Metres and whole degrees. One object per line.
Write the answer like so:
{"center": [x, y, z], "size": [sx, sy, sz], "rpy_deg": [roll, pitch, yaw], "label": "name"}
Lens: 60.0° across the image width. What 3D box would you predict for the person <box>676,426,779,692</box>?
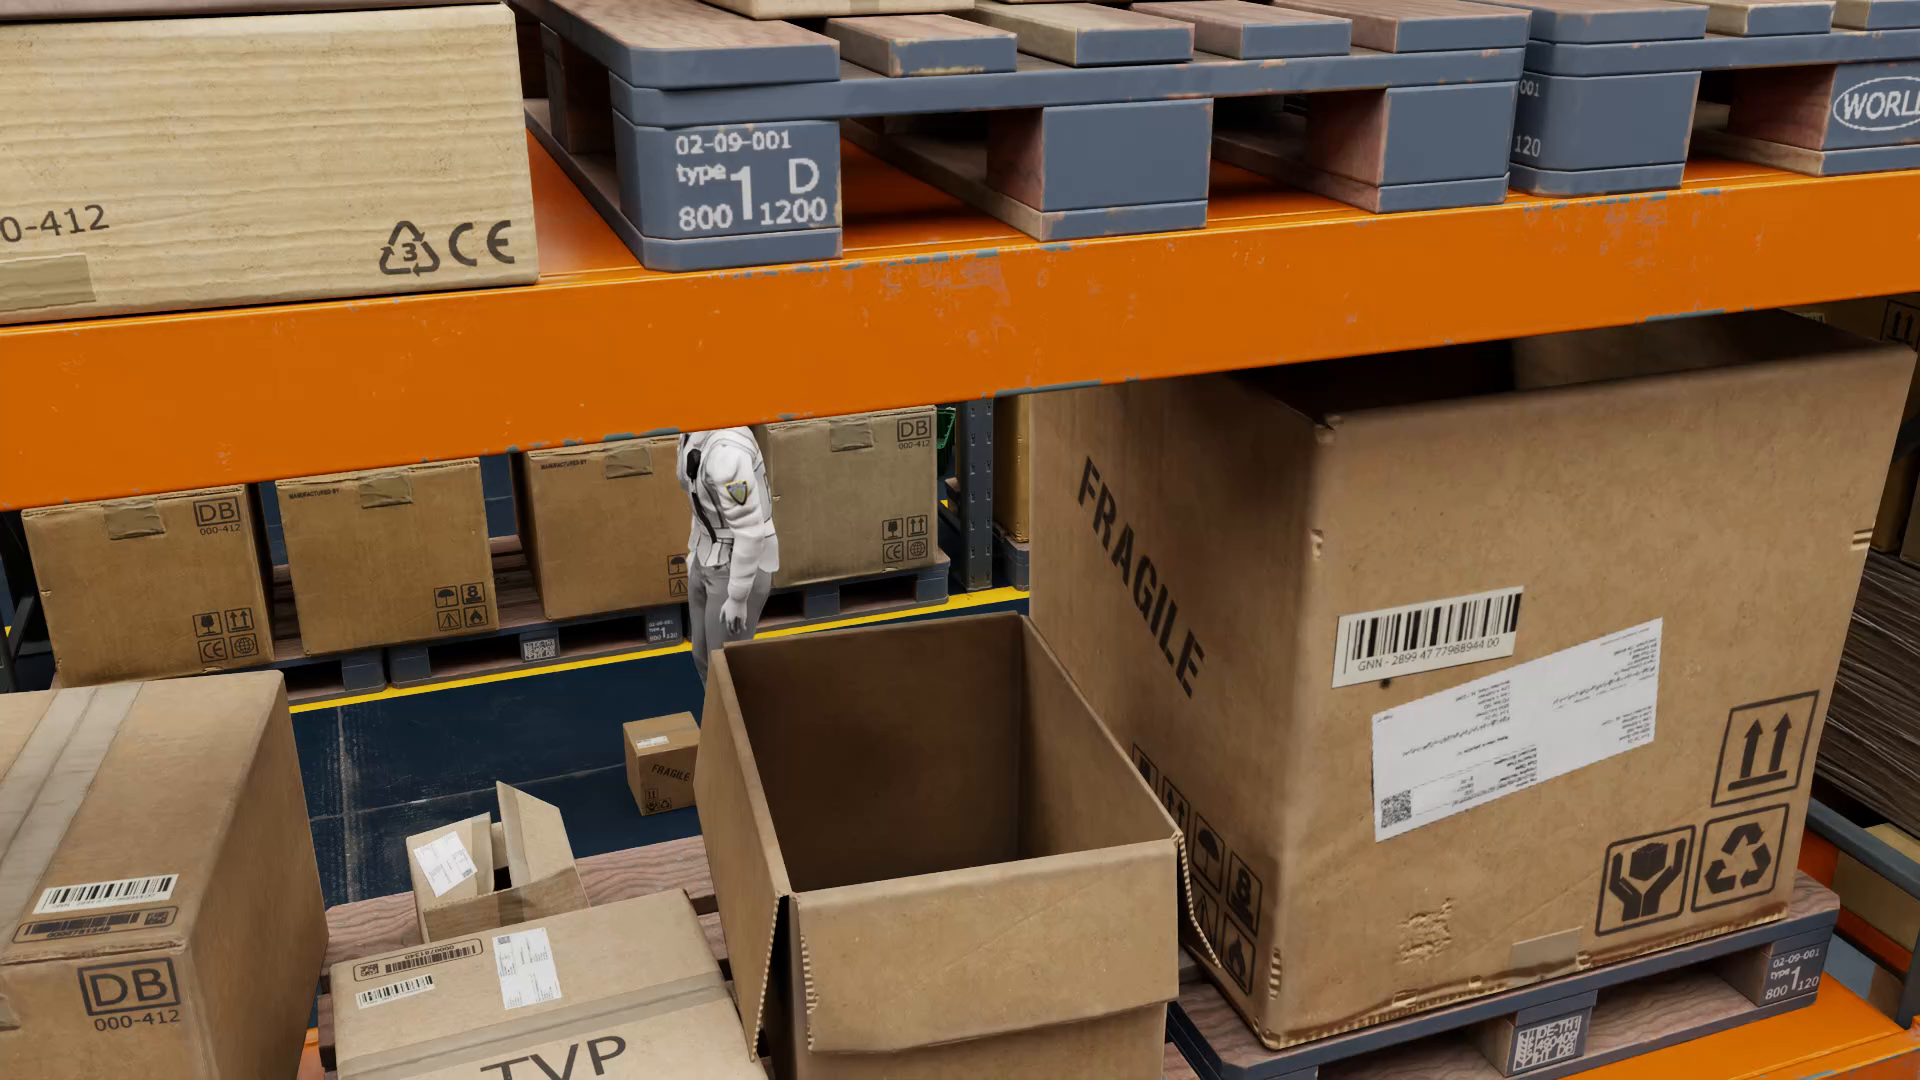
{"center": [-0.832, 0.119, 5.806], "size": [0.373, 1.662, 0.537], "rpy_deg": [-10, 25, -22], "label": "person"}
